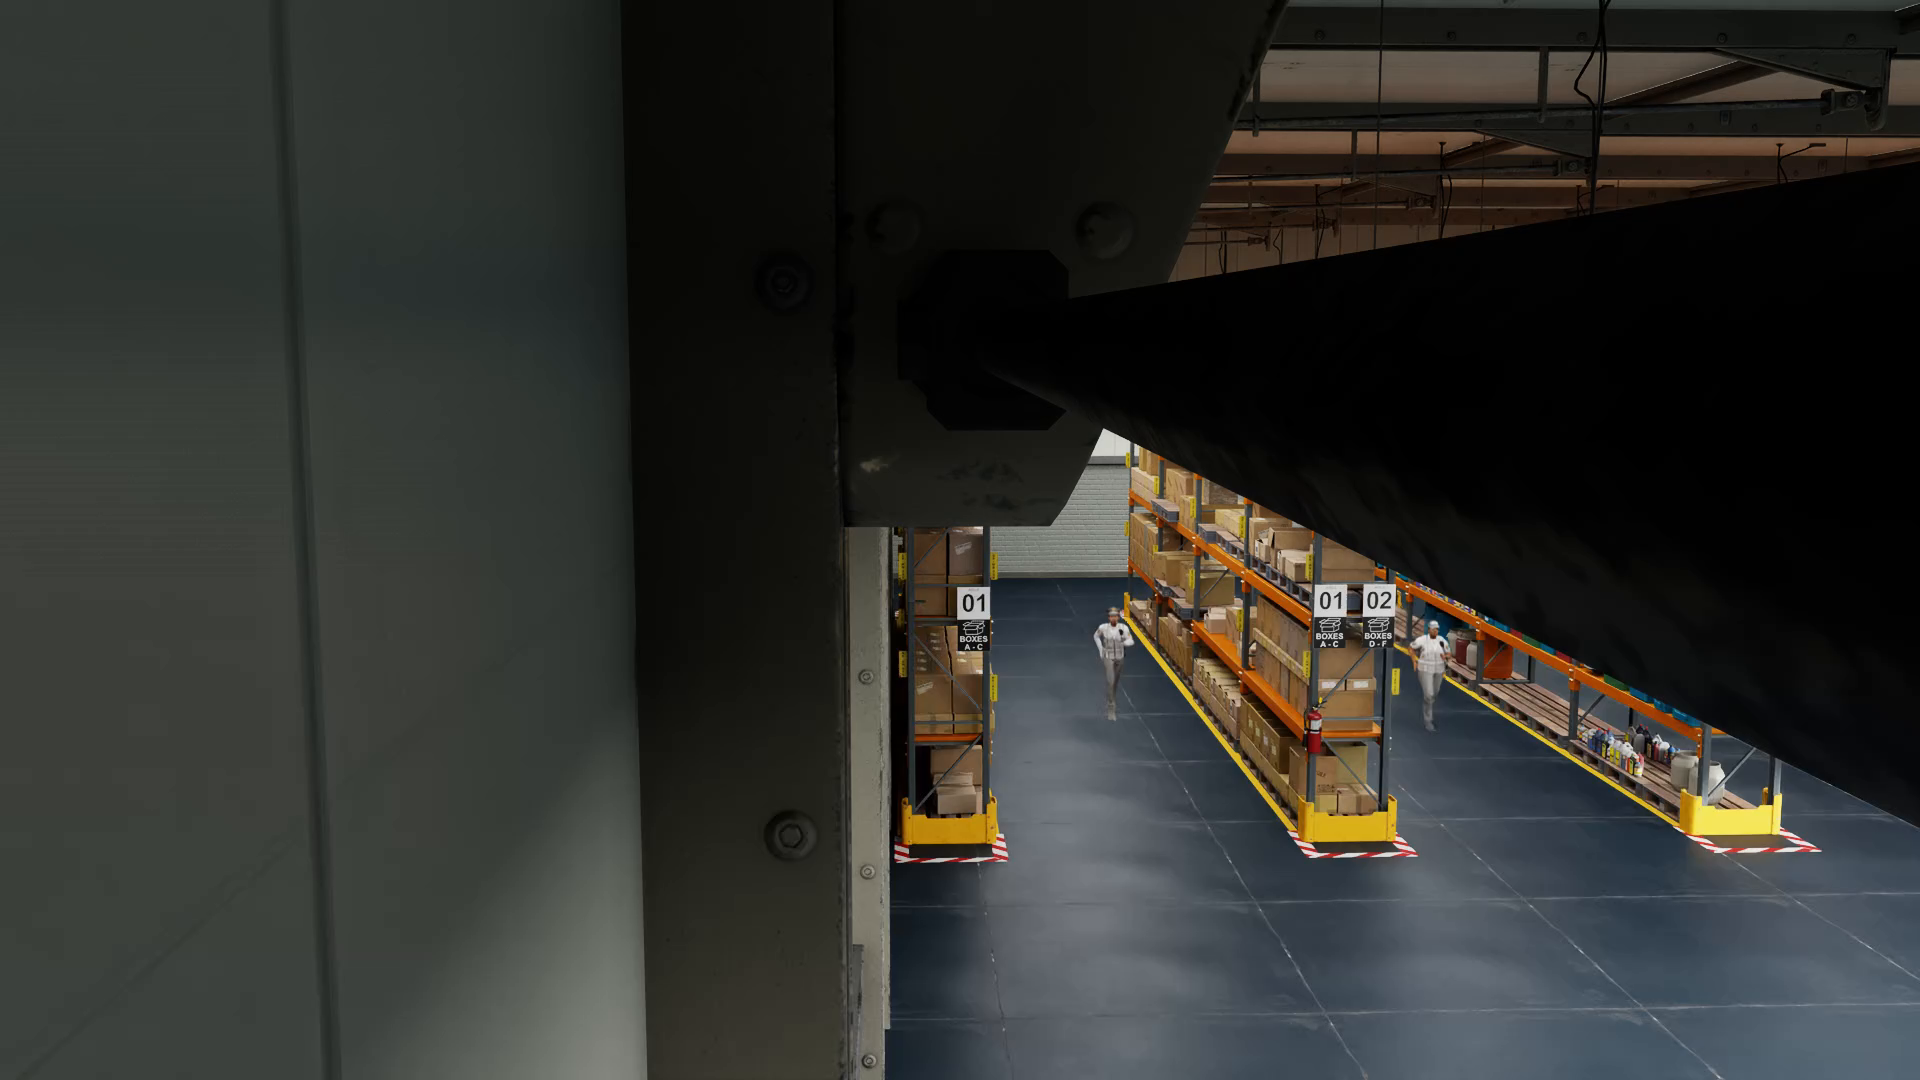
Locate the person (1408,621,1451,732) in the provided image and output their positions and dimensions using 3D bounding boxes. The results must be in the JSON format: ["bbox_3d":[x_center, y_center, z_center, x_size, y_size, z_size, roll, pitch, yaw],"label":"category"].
[{"bbox_3d":[7.476,2.133,26.432,0.582,1.717,0.775,-1,7,-10],"label":"person"}]

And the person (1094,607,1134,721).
[{"bbox_3d":[2.406,1.893,26.046,0.559,1.754,0.775,-1,7,-7],"label":"person"}]
